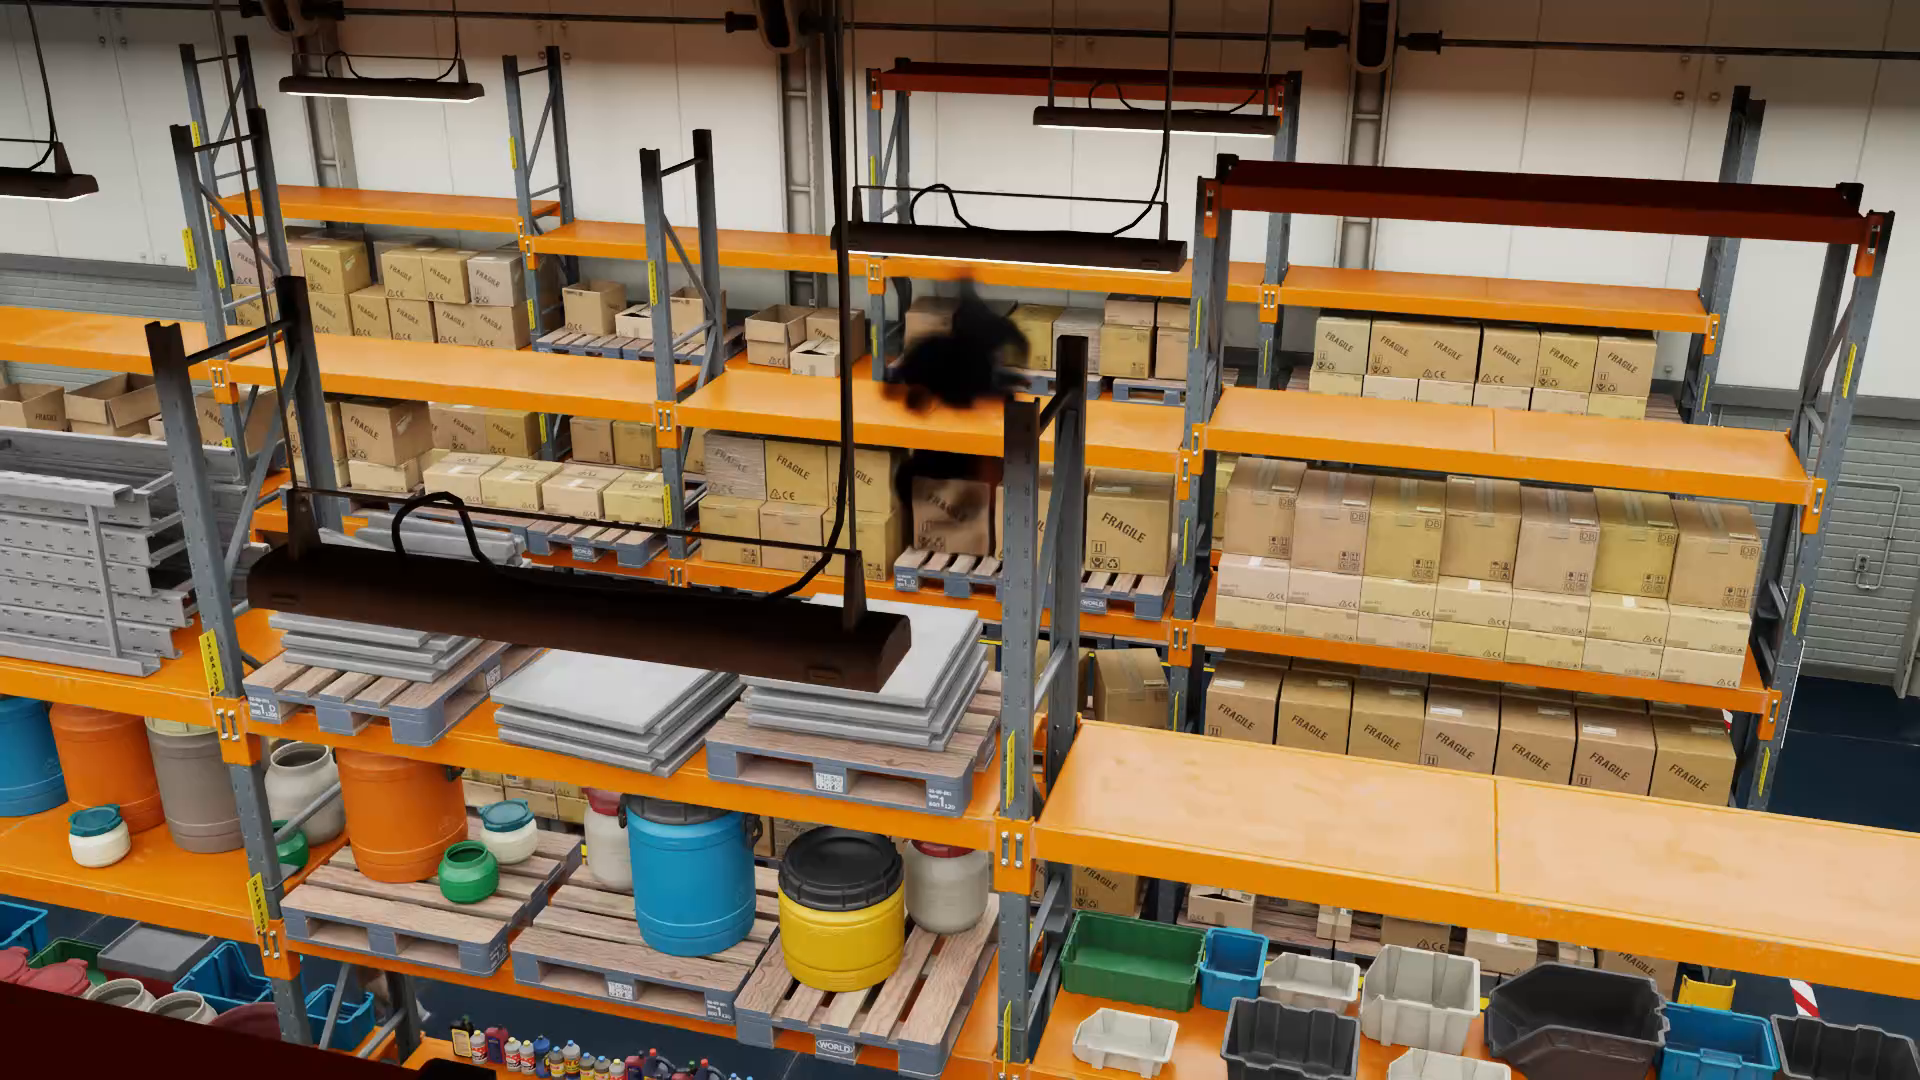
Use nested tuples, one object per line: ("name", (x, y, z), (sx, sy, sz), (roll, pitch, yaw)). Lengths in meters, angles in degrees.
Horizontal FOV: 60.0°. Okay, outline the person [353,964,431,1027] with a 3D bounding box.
("person", (-4.094, 2.737, 11.719), (0.819, 1.711, 0.672), (7, 24, 16))
